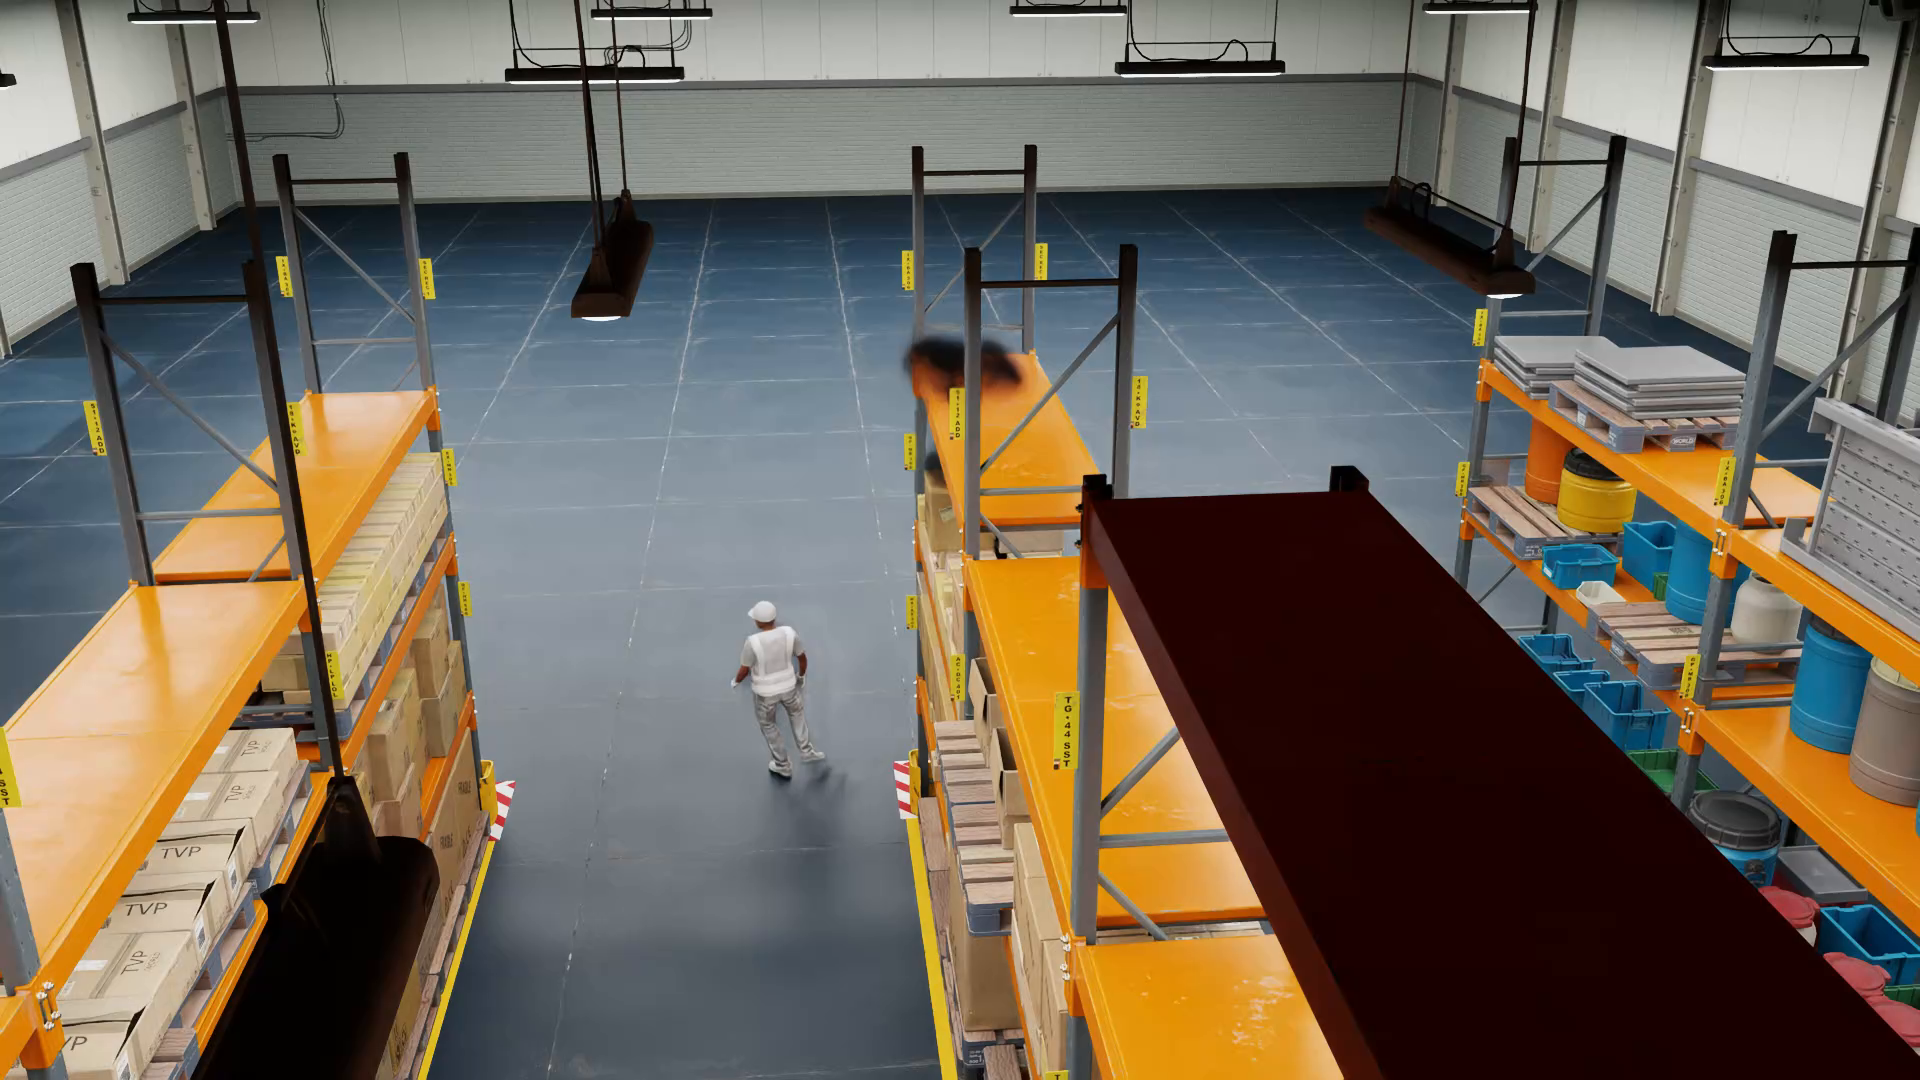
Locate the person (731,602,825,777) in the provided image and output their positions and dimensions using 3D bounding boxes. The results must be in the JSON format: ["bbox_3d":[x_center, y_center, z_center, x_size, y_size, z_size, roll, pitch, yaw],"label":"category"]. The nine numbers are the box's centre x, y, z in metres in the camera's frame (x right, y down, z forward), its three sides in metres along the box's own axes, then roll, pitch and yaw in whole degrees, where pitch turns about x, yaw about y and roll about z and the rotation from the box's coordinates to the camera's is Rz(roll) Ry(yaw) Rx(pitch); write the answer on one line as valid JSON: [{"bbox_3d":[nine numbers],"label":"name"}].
[{"bbox_3d":[-1.732,1.369,15.804,0.780,1.750,0.575,-12,25,-28],"label":"person"}]
